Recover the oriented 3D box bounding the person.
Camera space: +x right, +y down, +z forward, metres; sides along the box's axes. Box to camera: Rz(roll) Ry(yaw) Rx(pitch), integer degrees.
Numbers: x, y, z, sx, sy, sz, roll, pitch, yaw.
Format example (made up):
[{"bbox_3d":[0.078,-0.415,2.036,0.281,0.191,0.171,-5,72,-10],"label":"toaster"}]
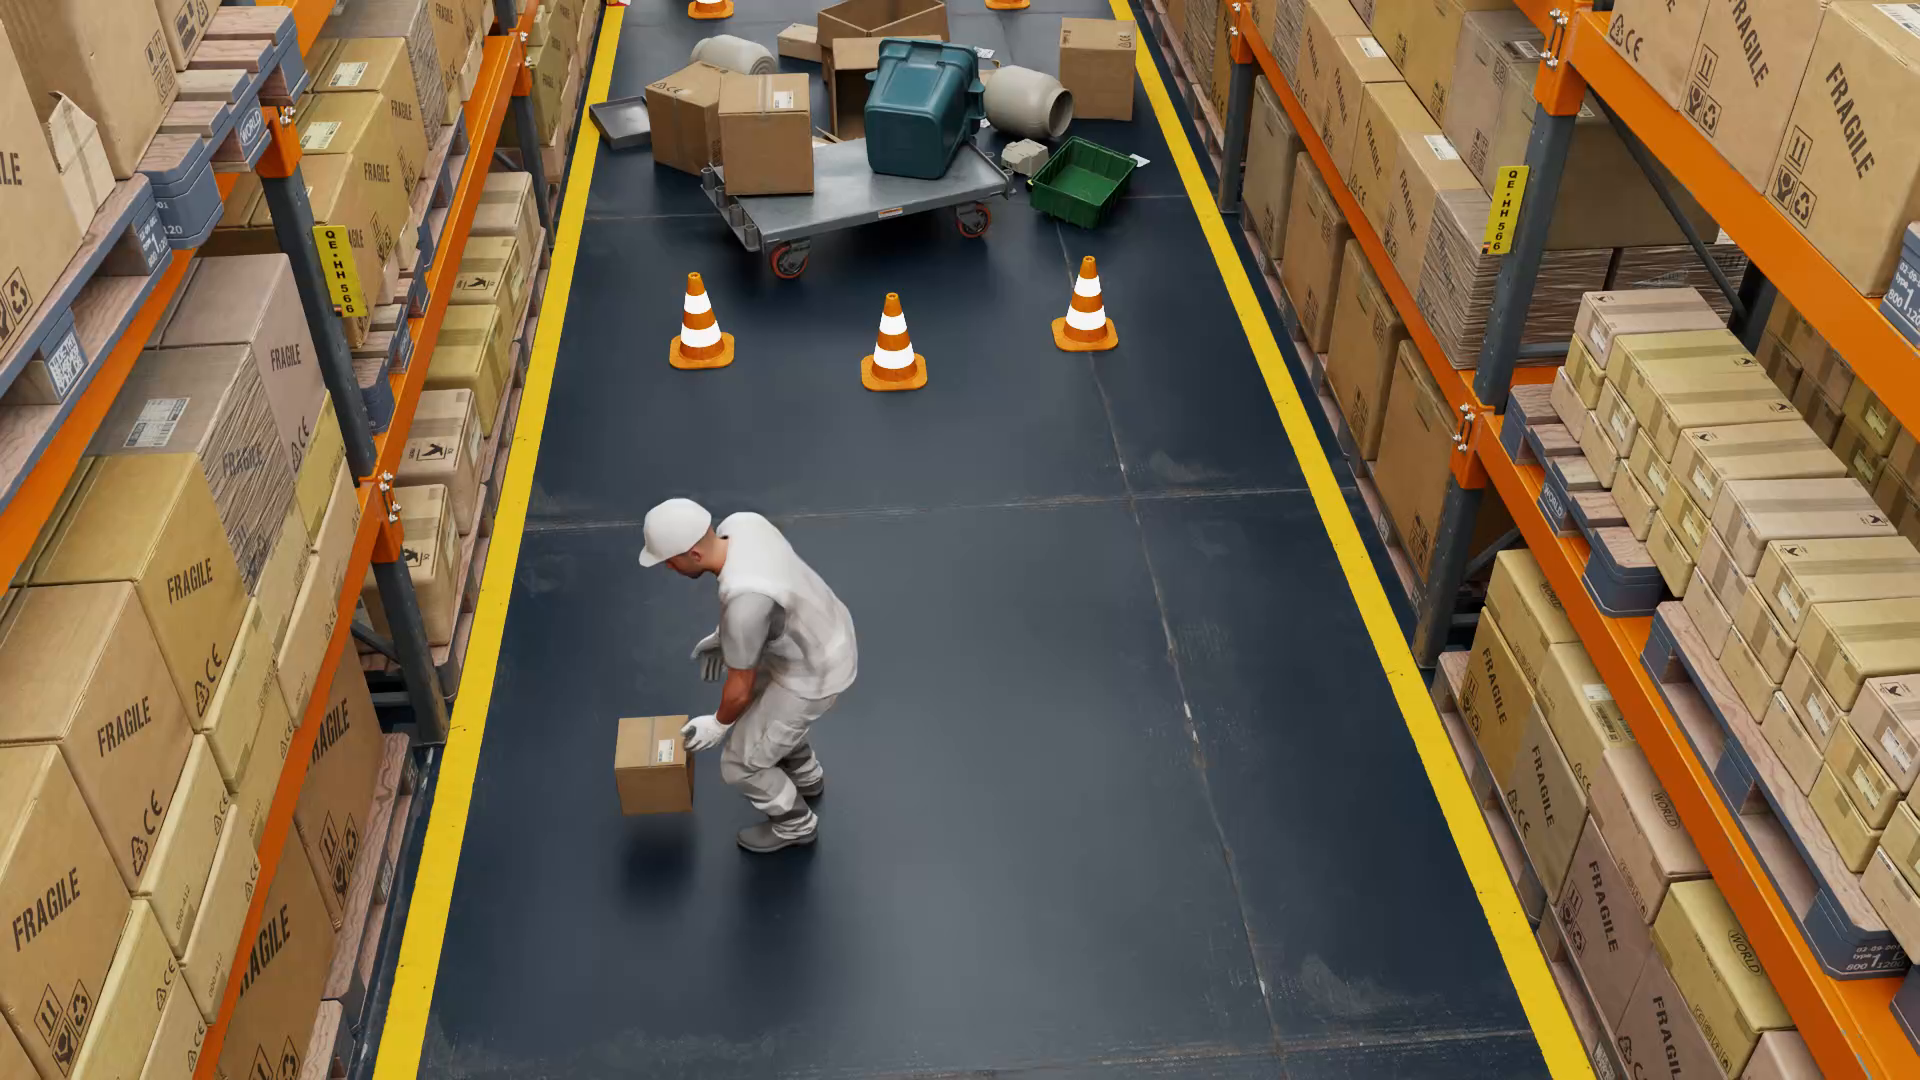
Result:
[{"bbox_3d":[-0.726,0.574,5.839,0.825,1.267,0.585,-3,39,-4],"label":"person"}]
